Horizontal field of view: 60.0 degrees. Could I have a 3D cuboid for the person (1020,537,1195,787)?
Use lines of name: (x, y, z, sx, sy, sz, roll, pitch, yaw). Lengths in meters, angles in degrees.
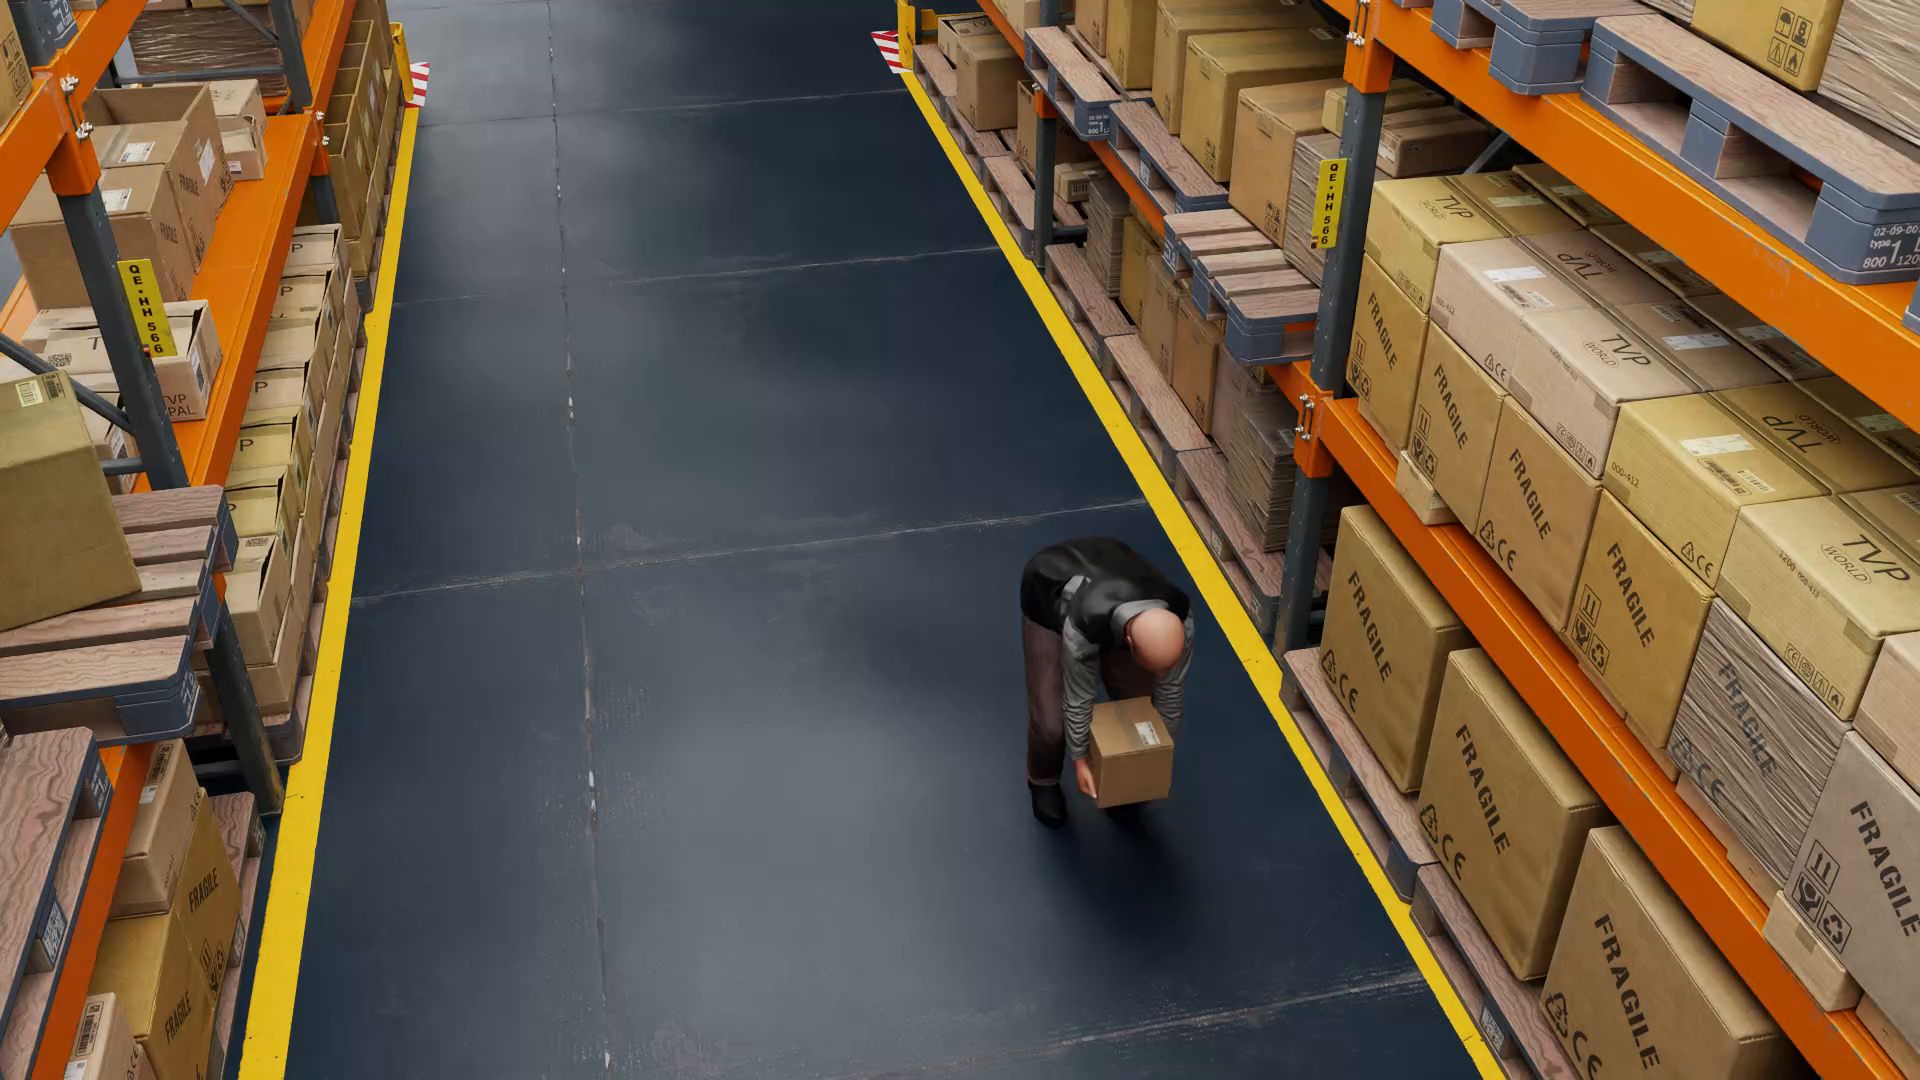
person: (0.483, 0.486, 5.857, 0.479, 1.143, 0.708, -9, 35, -13)
